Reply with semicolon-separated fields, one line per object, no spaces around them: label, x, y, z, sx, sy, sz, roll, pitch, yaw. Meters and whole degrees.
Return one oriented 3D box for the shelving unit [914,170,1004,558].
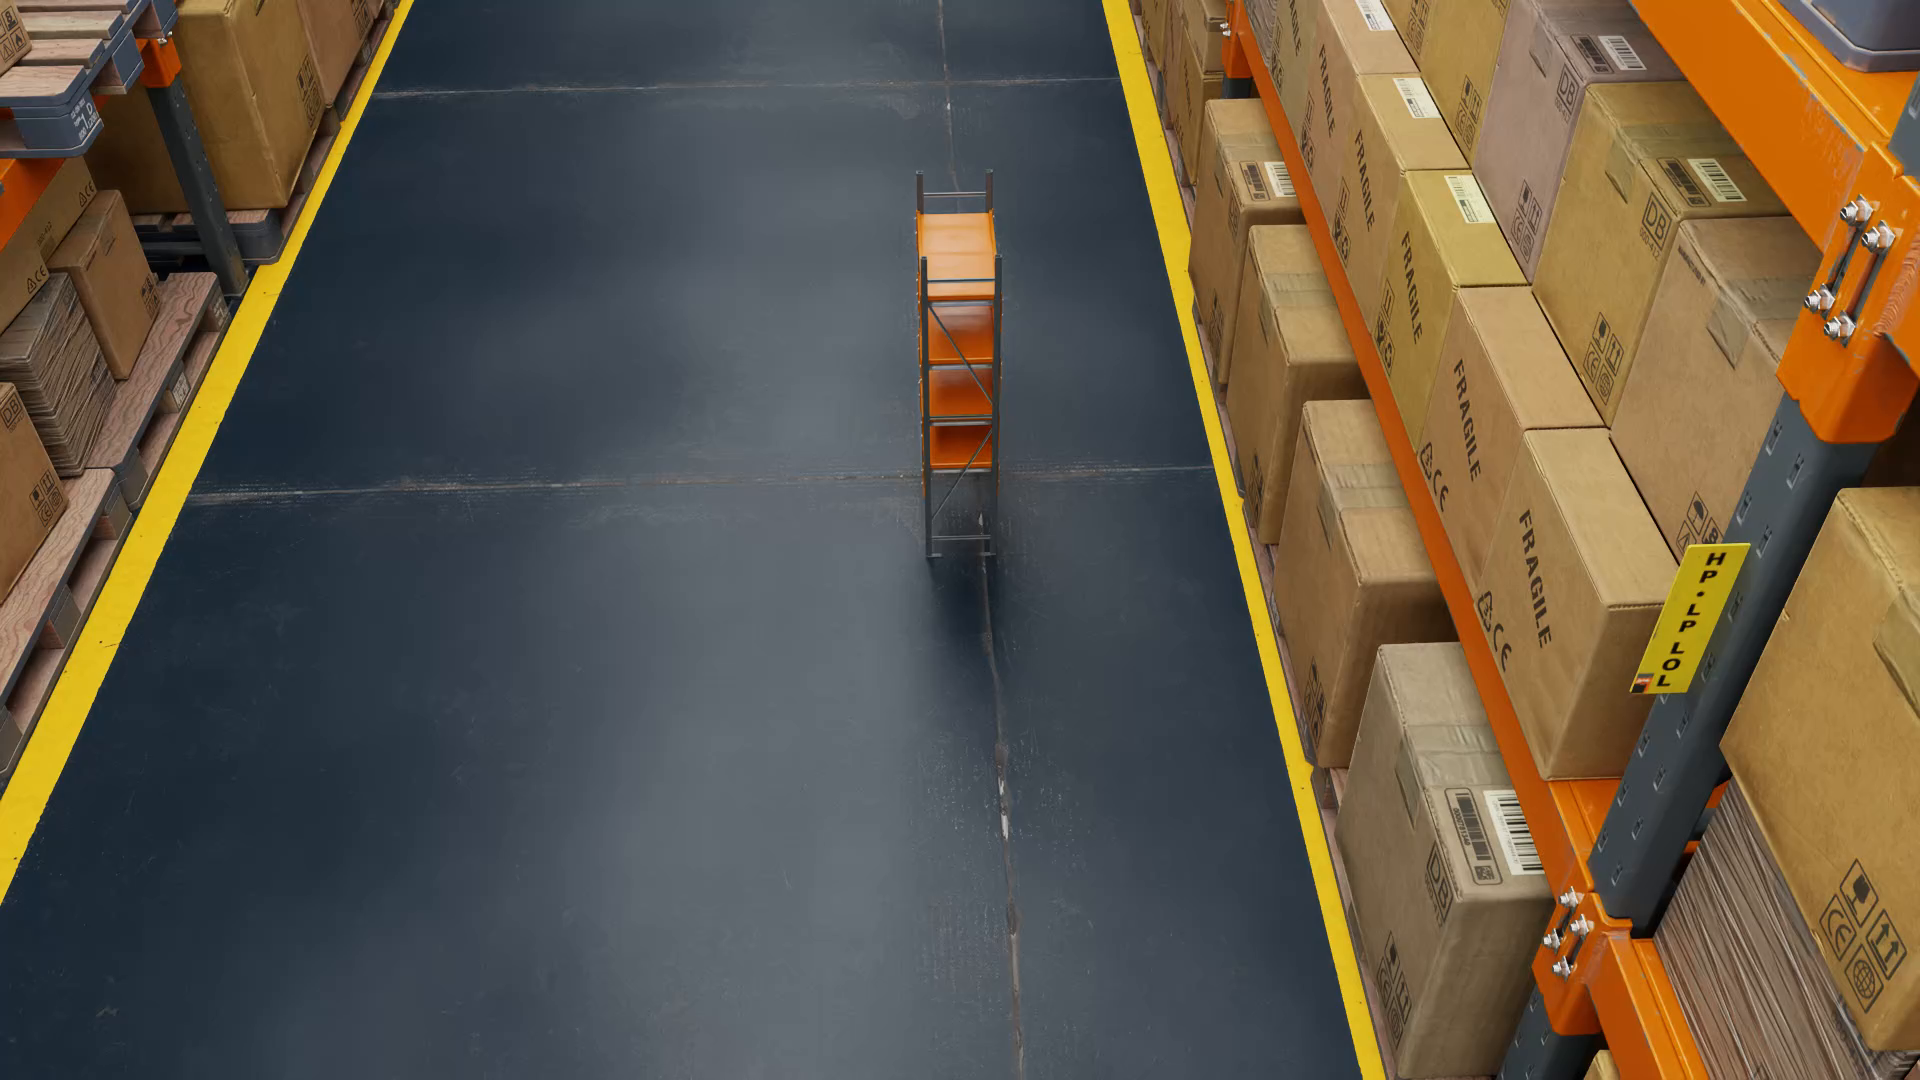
shelving unit;-0.007;-0.554;5.466;0.258;1.200;0.503;-2;43;-2

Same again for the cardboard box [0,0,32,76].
cardboard box;-3.264;-1.578;4.867;0.700;0.500;0.500;4;43;5

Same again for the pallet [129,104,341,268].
pallet;-3.408;-1.630;7.372;1.003;0.211;1.213;-2;43;-2

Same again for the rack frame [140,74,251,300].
rack frame;-3.450;-2.123;5.847;1.000;3.000;0.127;-2;43;-2

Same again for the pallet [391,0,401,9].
pallet;-3.512;-3.277;9.169;1.003;0.211;1.213;-2;43;-2

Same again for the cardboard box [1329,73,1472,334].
cardboard box;1.323;-0.904;4.442;0.500;0.500;0.500;-2;43;-2

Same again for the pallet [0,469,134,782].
pallet;-3.370;0.254;5.317;1.003;0.211;1.213;-2;43;-2

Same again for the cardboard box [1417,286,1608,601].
cardboard box;1.369;-0.220;3.696;0.500;0.500;0.500;-2;43;-2

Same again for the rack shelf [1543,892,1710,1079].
rack shelf;1.764;2.118;1.752;1.077;0.370;4.000;-2;43;-2

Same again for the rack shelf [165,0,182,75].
rack shelf;-3.535;-3.208;7.563;1.077;0.370;4.000;-2;43;-2

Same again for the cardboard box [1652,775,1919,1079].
cardboard box;1.707;0.696;2.660;0.875;0.550;0.550;-2;43;-2

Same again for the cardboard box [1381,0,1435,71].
cardboard box;1.565;-1.612;4.475;0.700;0.500;0.500;-2;43;-2

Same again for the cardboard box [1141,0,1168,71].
cardboard box;1.163;-2.575;7.878;0.500;0.500;0.500;-3;43;-4

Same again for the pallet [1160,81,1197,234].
pallet;1.478;-1.697;7.445;1.003;0.211;1.213;-2;43;-2

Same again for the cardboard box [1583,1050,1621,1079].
cardboard box;1.636;1.558;3.092;0.875;0.875;0.875;-1;43;-1

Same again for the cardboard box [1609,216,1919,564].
cardboard box;1.652;-0.238;2.975;0.700;0.500;0.500;-2;43;-3

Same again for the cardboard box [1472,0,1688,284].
cardboard box;1.608;-0.926;3.726;0.700;0.500;0.500;-1;43;-1

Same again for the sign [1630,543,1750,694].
sign;1.138;0.127;2.593;0.100;0.325;0.005;-2;43;-2

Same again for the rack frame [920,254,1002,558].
rack frame;0.003;-0.389;5.287;0.240;1.200;0.015;-2;43;-2

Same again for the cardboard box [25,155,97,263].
cardboard box;-3.392;-1.189;5.797;0.500;0.250;0.500;0;43;0

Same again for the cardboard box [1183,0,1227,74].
cardboard box;1.219;-2.162;6.872;0.500;0.250;0.500;-3;43;-3

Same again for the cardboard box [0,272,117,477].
cardboard box;-3.365;-0.538;5.642;0.700;0.500;0.500;-5;43;-5

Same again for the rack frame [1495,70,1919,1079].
rack frame;1.676;0.503;2.981;0.949;2.616;0.053;-2;43;-2

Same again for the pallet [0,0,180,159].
pallet;-3.314;-1.575;5.390;1.213;0.211;1.003;-2;43;-2

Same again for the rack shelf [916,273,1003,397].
rack shelf;-0.007;-0.669;5.361;0.258;0.148;0.480;-2;43;-2

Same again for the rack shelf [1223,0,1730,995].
rack shelf;1.594;-0.582;4.698;1.077;0.370;4.000;-2;43;-2

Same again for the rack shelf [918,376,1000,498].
rack shelf;-0.007;-0.358;5.646;0.258;0.148;0.480;-2;43;-2

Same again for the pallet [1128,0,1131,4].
pallet;1.374;-3.344;9.242;1.003;0.211;1.213;-2;43;-2

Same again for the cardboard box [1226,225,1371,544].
cardboard box;1.486;-0.519;5.451;1.050;0.750;0.750;-1;43;-1

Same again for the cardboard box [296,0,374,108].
cardboard box;-3.489;-2.564;7.588;1.225;0.875;0.875;-2;43;-2

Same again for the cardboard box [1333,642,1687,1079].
cardboard box;1.563;0.761;4.054;1.050;0.750;0.750;-2;43;-2

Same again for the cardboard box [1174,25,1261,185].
cardboard box;1.220;-1.868;7.107;0.500;0.500;0.500;-2;43;-2

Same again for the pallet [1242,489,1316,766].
pallet;1.517;0.186;5.390;1.003;0.211;1.213;-2;43;-2

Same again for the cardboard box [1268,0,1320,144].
cardboard box;1.283;-1.580;5.180;0.500;0.500;0.500;-2;43;-2
